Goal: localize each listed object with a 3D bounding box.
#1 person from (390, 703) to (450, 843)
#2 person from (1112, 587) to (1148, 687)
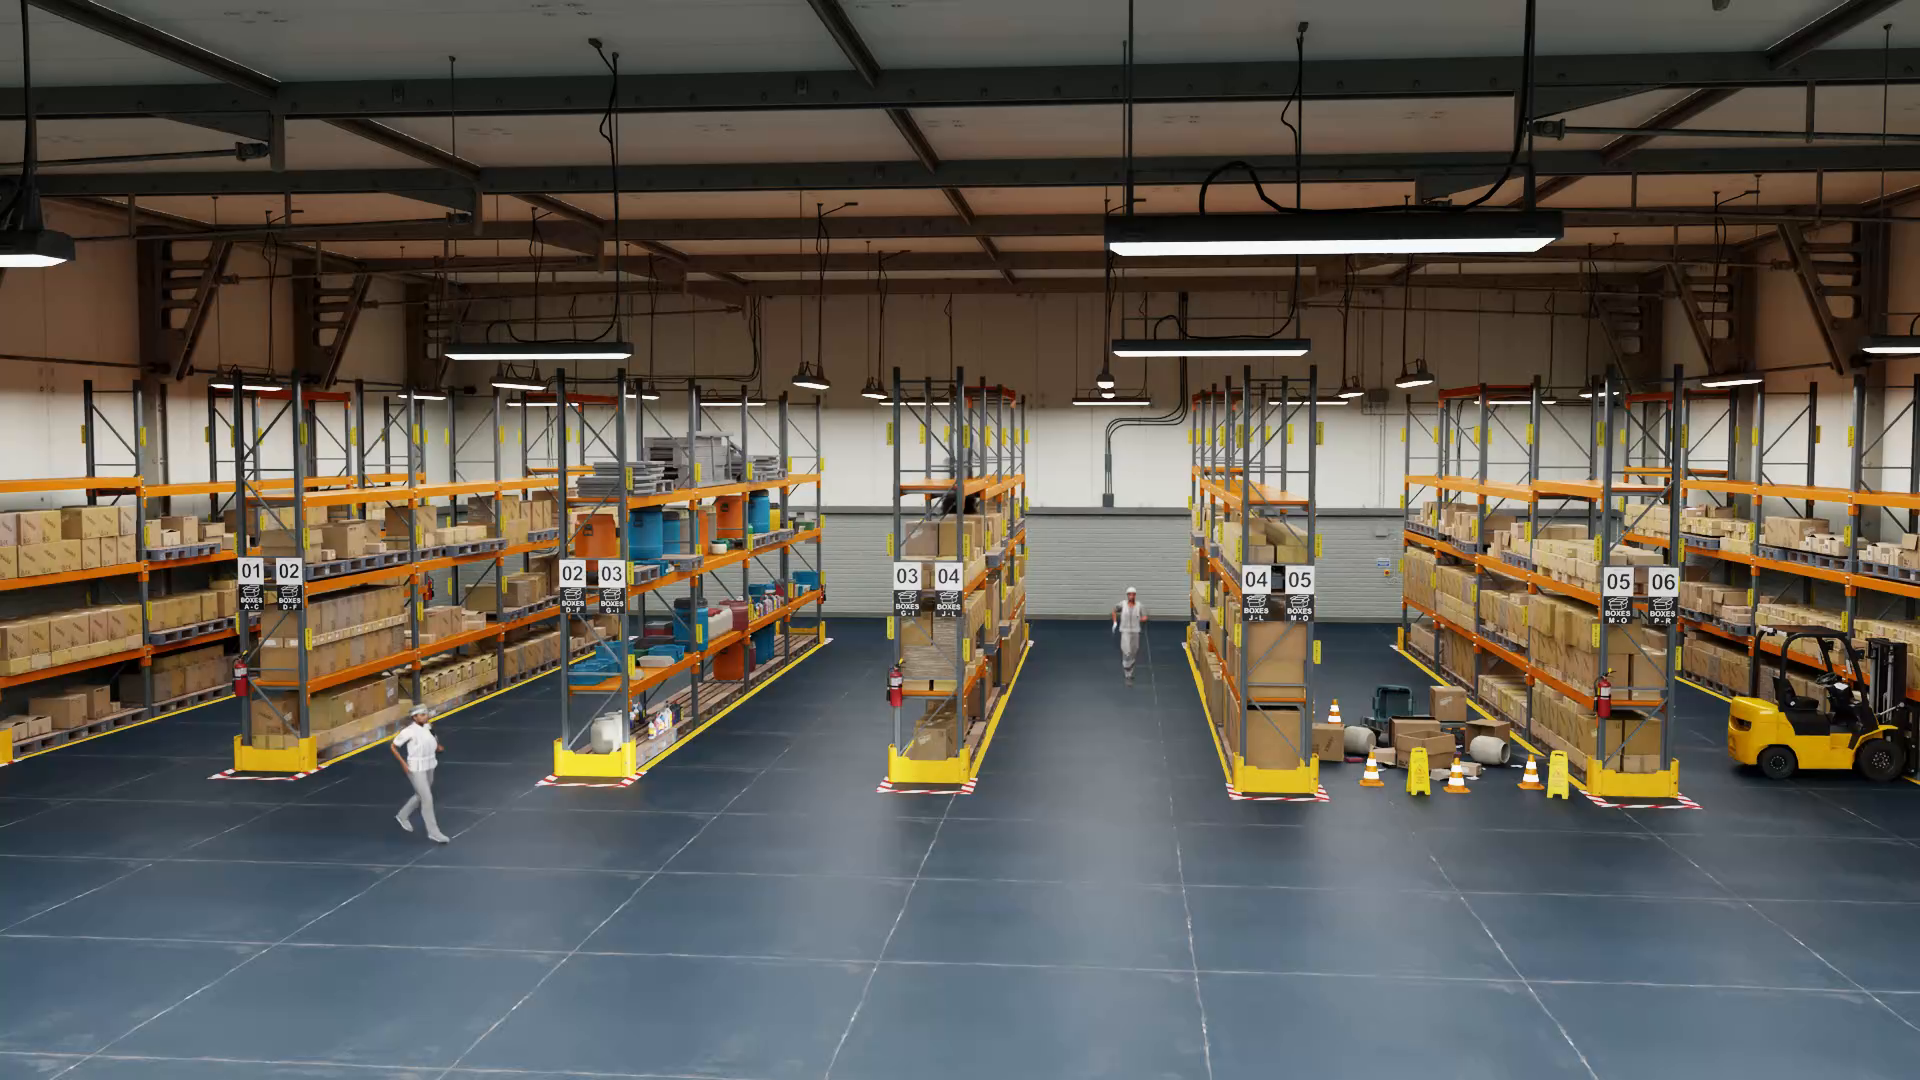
[{"bbox_3d":[-6.682,2.853,20.595,0.935,1.693,0.572,2,4,24],"label":"person"},{"bbox_3d":[3.272,1.845,31.920,0.643,1.895,0.835,0,4,-5],"label":"person"}]
